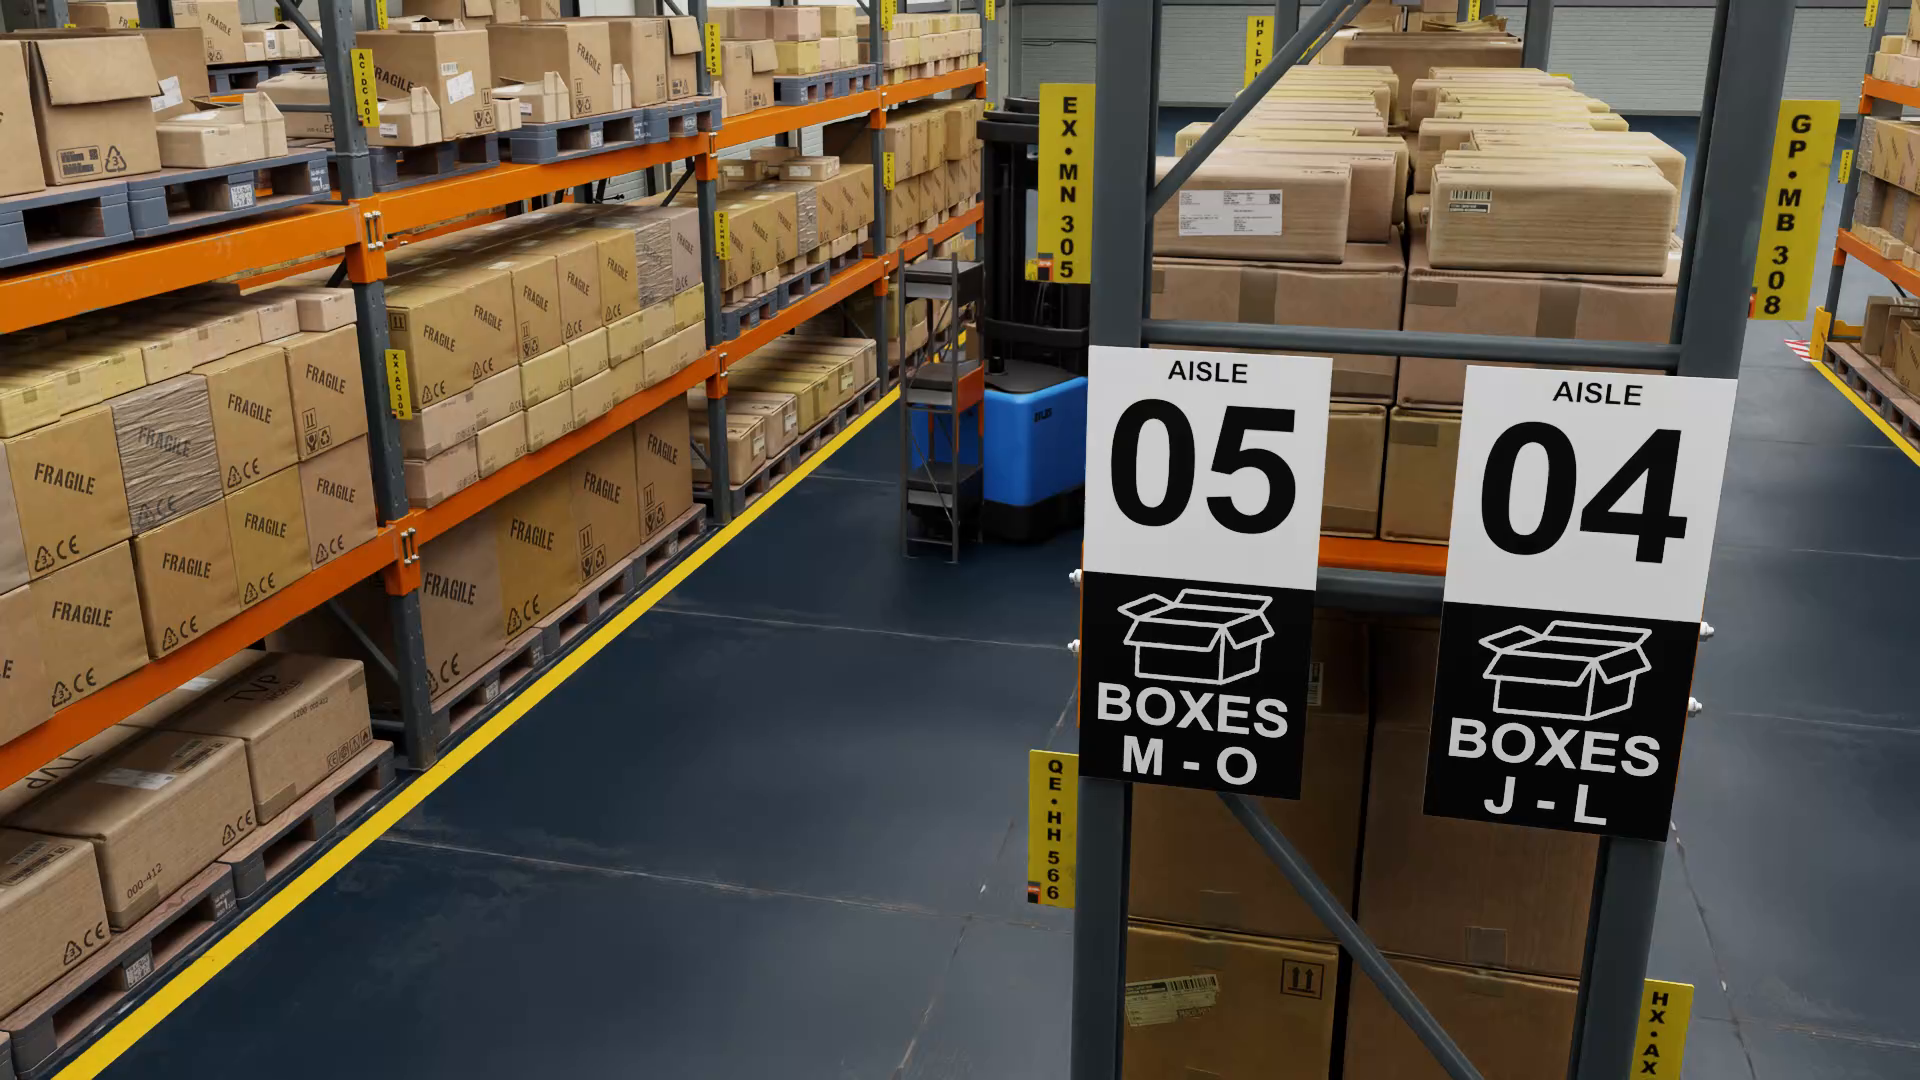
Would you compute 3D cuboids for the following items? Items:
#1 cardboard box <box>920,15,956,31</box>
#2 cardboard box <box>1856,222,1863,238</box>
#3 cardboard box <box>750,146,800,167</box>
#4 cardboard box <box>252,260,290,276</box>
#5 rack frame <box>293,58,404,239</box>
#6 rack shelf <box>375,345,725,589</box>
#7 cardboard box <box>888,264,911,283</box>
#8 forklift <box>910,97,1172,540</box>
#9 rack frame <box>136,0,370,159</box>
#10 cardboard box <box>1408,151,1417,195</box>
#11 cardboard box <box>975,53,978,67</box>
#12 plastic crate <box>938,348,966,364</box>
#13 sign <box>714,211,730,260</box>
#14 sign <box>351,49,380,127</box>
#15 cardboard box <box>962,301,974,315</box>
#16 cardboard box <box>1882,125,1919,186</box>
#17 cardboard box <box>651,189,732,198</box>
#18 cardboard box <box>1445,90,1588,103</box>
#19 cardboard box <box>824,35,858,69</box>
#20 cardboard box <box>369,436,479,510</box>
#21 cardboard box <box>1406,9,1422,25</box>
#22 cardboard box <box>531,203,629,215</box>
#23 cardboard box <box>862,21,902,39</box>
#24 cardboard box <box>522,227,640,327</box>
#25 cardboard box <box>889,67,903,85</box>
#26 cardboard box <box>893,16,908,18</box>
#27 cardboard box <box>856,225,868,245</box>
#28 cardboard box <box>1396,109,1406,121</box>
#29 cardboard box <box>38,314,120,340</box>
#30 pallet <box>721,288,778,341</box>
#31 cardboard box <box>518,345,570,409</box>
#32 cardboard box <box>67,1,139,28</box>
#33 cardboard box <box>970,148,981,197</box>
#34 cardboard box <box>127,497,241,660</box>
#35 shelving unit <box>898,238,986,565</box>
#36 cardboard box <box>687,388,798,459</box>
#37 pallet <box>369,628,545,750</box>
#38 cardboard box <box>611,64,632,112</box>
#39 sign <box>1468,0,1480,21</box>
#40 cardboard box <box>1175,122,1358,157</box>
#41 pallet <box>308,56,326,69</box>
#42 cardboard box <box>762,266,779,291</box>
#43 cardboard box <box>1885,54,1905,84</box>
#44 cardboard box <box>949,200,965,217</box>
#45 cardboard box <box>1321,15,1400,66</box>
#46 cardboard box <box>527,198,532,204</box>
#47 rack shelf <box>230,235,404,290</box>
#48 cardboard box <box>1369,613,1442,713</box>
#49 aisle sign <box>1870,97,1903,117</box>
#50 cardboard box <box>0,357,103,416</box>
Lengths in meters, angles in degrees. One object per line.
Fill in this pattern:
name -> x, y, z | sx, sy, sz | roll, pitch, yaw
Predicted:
cardboard box -> -0.256, -5.390, 17.340 | 0.380, 0.149, 0.250 | 5, 19, 14
cardboard box -> 9.026, -3.027, 16.297 | 0.380, 0.149, 0.250 | 5, 19, 13
cardboard box -> -1.638, -3.396, 14.722 | 0.380, 0.149, 0.250 | 5, 19, 13
cardboard box -> -6.251, -2.489, 14.567 | 0.500, 0.250, 0.500 | 5, 20, 15
rack frame -> -5.994, -3.213, 16.453 | 1.000, 3.000, 0.127 | 5, 19, 13
rack shelf -> -2.646, -0.601, 9.919 | 1.077, 0.370, 4.000 | 5, 19, 13
cardboard box -> -0.685, -2.579, 16.039 | 0.380, 0.149, 0.250 | 5, 19, 14
forklift -> 0.918, -1.803, 12.431 | 1.130, 2.935, 3.031 | 13, 23, 34
rack frame -> -3.135, -3.153, 6.998 | 1.000, 3.000, 0.127 | 5, 19, 13
cardboard box -> 1.456, -0.883, 4.451 | 0.500, 0.250, 0.500 | 4, 19, 11
cardboard box -> -0.019, -5.242, 18.143 | 0.380, 0.149, 0.250 | 5, 19, 14
plastic crate -> -0.001, -1.868, 17.031 | 0.402, 0.080, 0.583 | -2, 19, -6
sign -> -1.618, -2.073, 11.325 | 0.100, 0.325, 0.005 | 5, 19, 13
sign -> -2.596, -1.973, 7.259 | 0.100, 0.325, 0.005 | 5, 19, 13
cardboard box -> -0.145, -2.691, 18.530 | 0.500, 0.250, 0.500 | 5, 19, 13
cardboard box -> 8.759, -3.490, 15.104 | 0.500, 0.500, 0.500 | 5, 19, 13
cardboard box -> -2.078, -2.441, 12.928 | 0.500, 0.500, 0.500 | 3, 19, 10
cardboard box -> 1.588, -1.202, 4.767 | 0.380, 0.149, 0.250 | 5, 19, 13
cardboard box -> -1.182, -4.175, 14.210 | 0.500, 0.250, 0.500 | 4, 19, 12
cardboard box -> -2.771, -0.360, 8.334 | 0.500, 0.250, 0.500 | 4, 19, 12
cardboard box -> 4.280, -4.645, 14.974 | 0.500, 0.250, 0.500 | 4, 19, 13
cardboard box -> -2.515, -1.953, 11.064 | 0.500, 0.500, 0.500 | 4, 19, 12
cardboard box -> -0.751, -4.657, 15.194 | 0.380, 0.149, 0.250 | 5, 20, 15
cardboard box -> -2.275, -1.589, 9.998 | 0.500, 0.500, 0.500 | 5, 19, 13
cardboard box -> -0.745, -4.278, 15.320 | 0.380, 0.149, 0.250 | 5, 19, 13
cardboard box -> -0.756, -5.347, 17.214 | 0.380, 0.149, 0.250 | 5, 19, 13
cardboard box -> -1.038, -2.719, 14.745 | 0.380, 0.149, 0.250 | 5, 19, 14
cardboard box -> 1.340, -1.408, 5.988 | 0.500, 0.250, 0.500 | 5, 20, 15
cardboard box -> -3.652, -0.825, 6.758 | 0.380, 0.149, 0.250 | 5, 19, 13
pallet -> -2.086, -1.709, 12.347 | 1.213, 0.211, 1.003 | 5, 19, 13
cardboard box -> -2.504, -0.917, 9.191 | 0.500, 0.250, 0.500 | 5, 19, 14
cardboard box -> -6.558, -3.880, 12.805 | 0.500, 0.500, 0.500 | 5, 19, 14
cardboard box -> -0.068, -4.072, 18.353 | 0.500, 0.500, 0.500 | 4, 19, 12
cardboard box -> -3.229, 0.124, 6.528 | 0.500, 0.500, 0.500 | 4, 19, 13
shelving unit -> -0.116, -0.924, 11.144 | 0.431, 2.100, 0.503 | 7, 20, 20
cardboard box -> -1.837, -0.932, 13.190 | 0.950, 0.372, 0.625 | 4, 19, 12
pallet -> -3.019, 0.757, 9.144 | 1.003, 0.211, 1.213 | 5, 19, 13
cardboard box -> -2.154, -2.663, 9.762 | 0.396, 0.266, 0.258 | 4, 19, 12
sign -> 4.173, -4.236, 13.521 | 0.100, 0.325, 0.005 | 5, 19, 13
cardboard box -> 0.686, -0.844, 3.719 | 0.380, 0.149, 0.250 | 5, 19, 14
pallet -> -5.811, -4.860, 16.771 | 1.003, 0.211, 1.213 | 5, 19, 13
cardboard box -> -1.597, -1.988, 12.606 | 0.380, 0.149, 0.250 | 5, 19, 14
cardboard box -> 8.919, -4.349, 15.370 | 0.500, 0.250, 0.500 | 4, 19, 12
cardboard box -> -0.158, -3.573, 17.895 | 0.380, 0.149, 0.250 | 5, 19, 14
cardboard box -> 2.151, -2.688, 8.938 | 0.396, 0.266, 0.258 | 5, 19, 13
cardboard box -> -5.143, -4.016, 18.651 | 0.500, 0.500, 0.500 | 4, 19, 12
rack shelf -> -6.483, -2.245, 14.734 | 1.077, 0.370, 4.000 | 5, 19, 13
cardboard box -> 1.197, 0.359, 3.834 | 0.500, 0.500, 0.500 | 5, 20, 15
aisle sign -> 9.131, -4.566, 16.394 | 0.394, 0.787, 0.004 | 5, 19, 13
cardboard box -> -3.320, -0.546, 5.941 | 0.380, 0.149, 0.250 | 5, 19, 13
